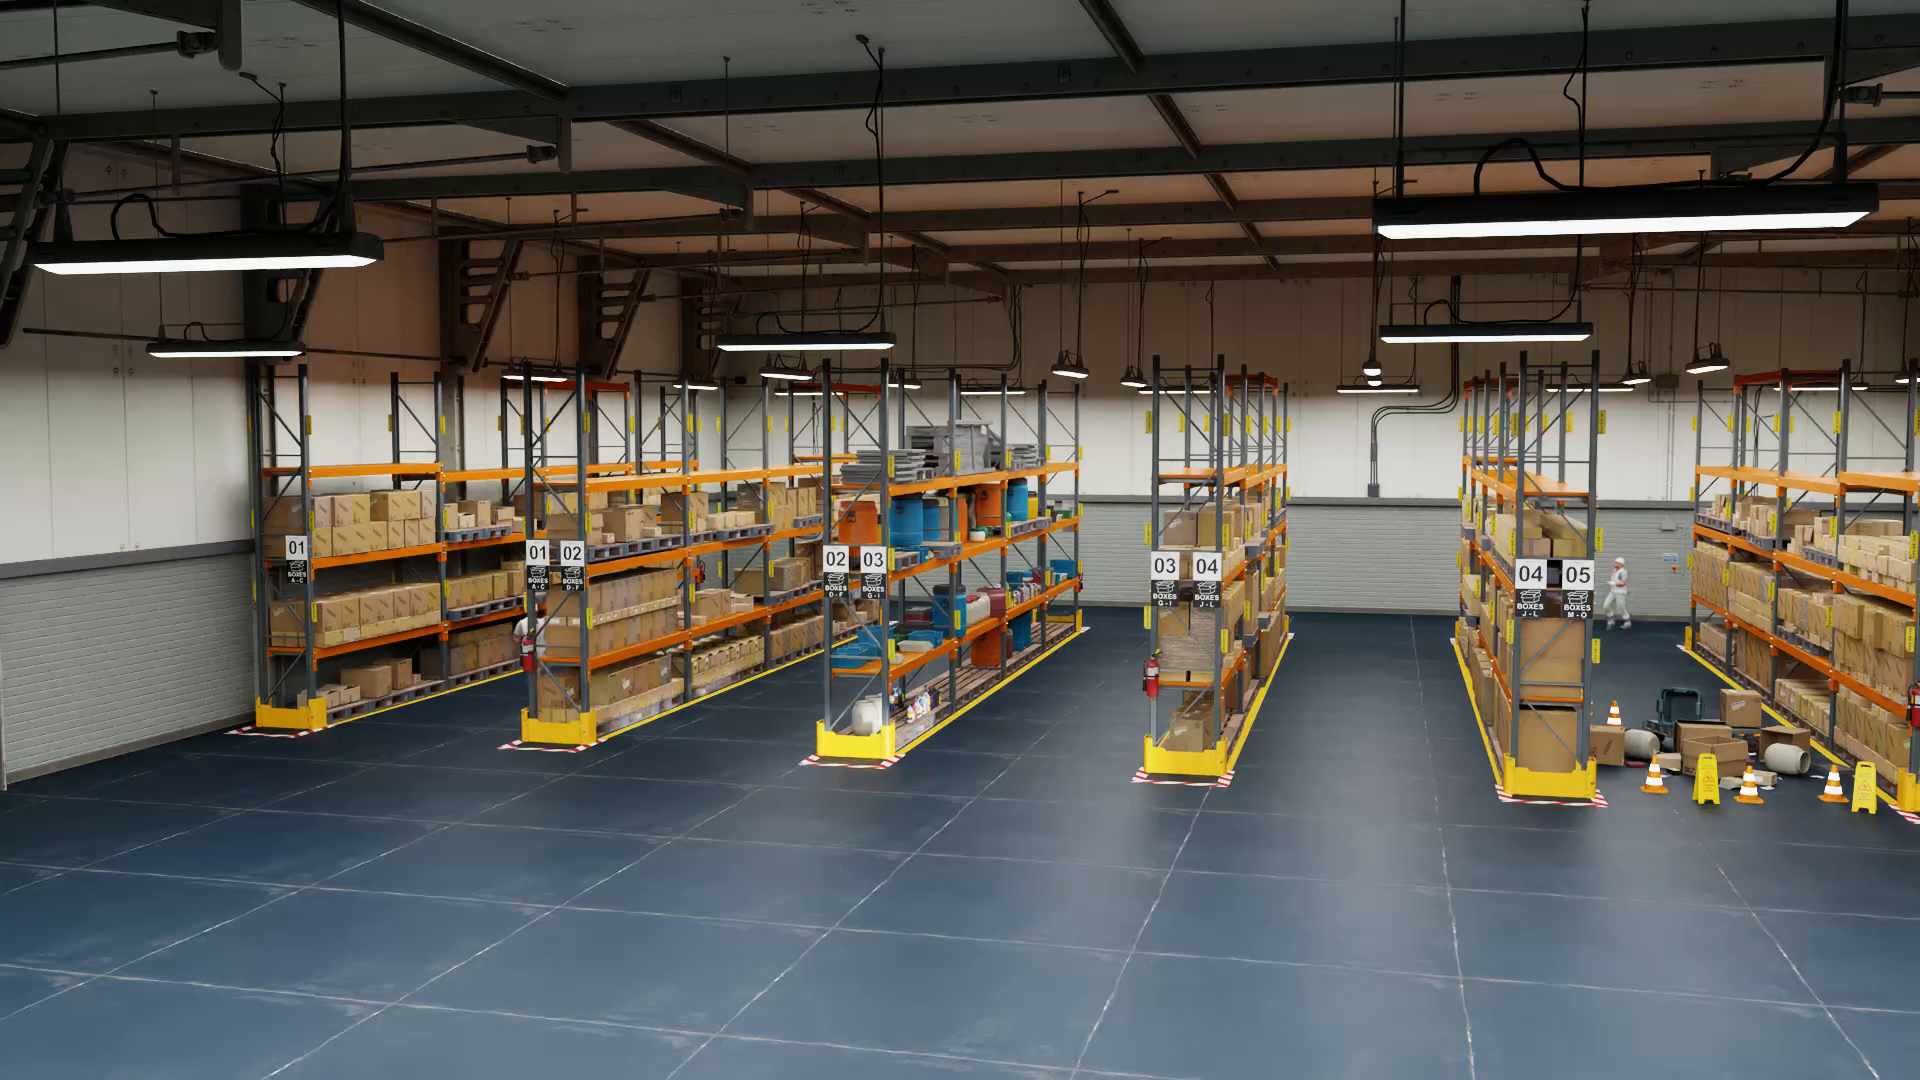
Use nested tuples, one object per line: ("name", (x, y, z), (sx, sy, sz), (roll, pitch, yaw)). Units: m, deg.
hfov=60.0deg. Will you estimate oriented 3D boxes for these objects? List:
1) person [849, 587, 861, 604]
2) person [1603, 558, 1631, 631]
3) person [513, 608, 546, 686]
("person", (-2.724, 1.183, 43.091), (0.527, 1.712, 0.711), (2, 5, 31))
("person", (16.036, 1.335, 40.427), (0.688, 1.824, 0.667), (-1, 4, -9))
("person", (-7.814, 2.043, 30.414), (0.681, 1.737, 0.833), (-1, 4, -12))
